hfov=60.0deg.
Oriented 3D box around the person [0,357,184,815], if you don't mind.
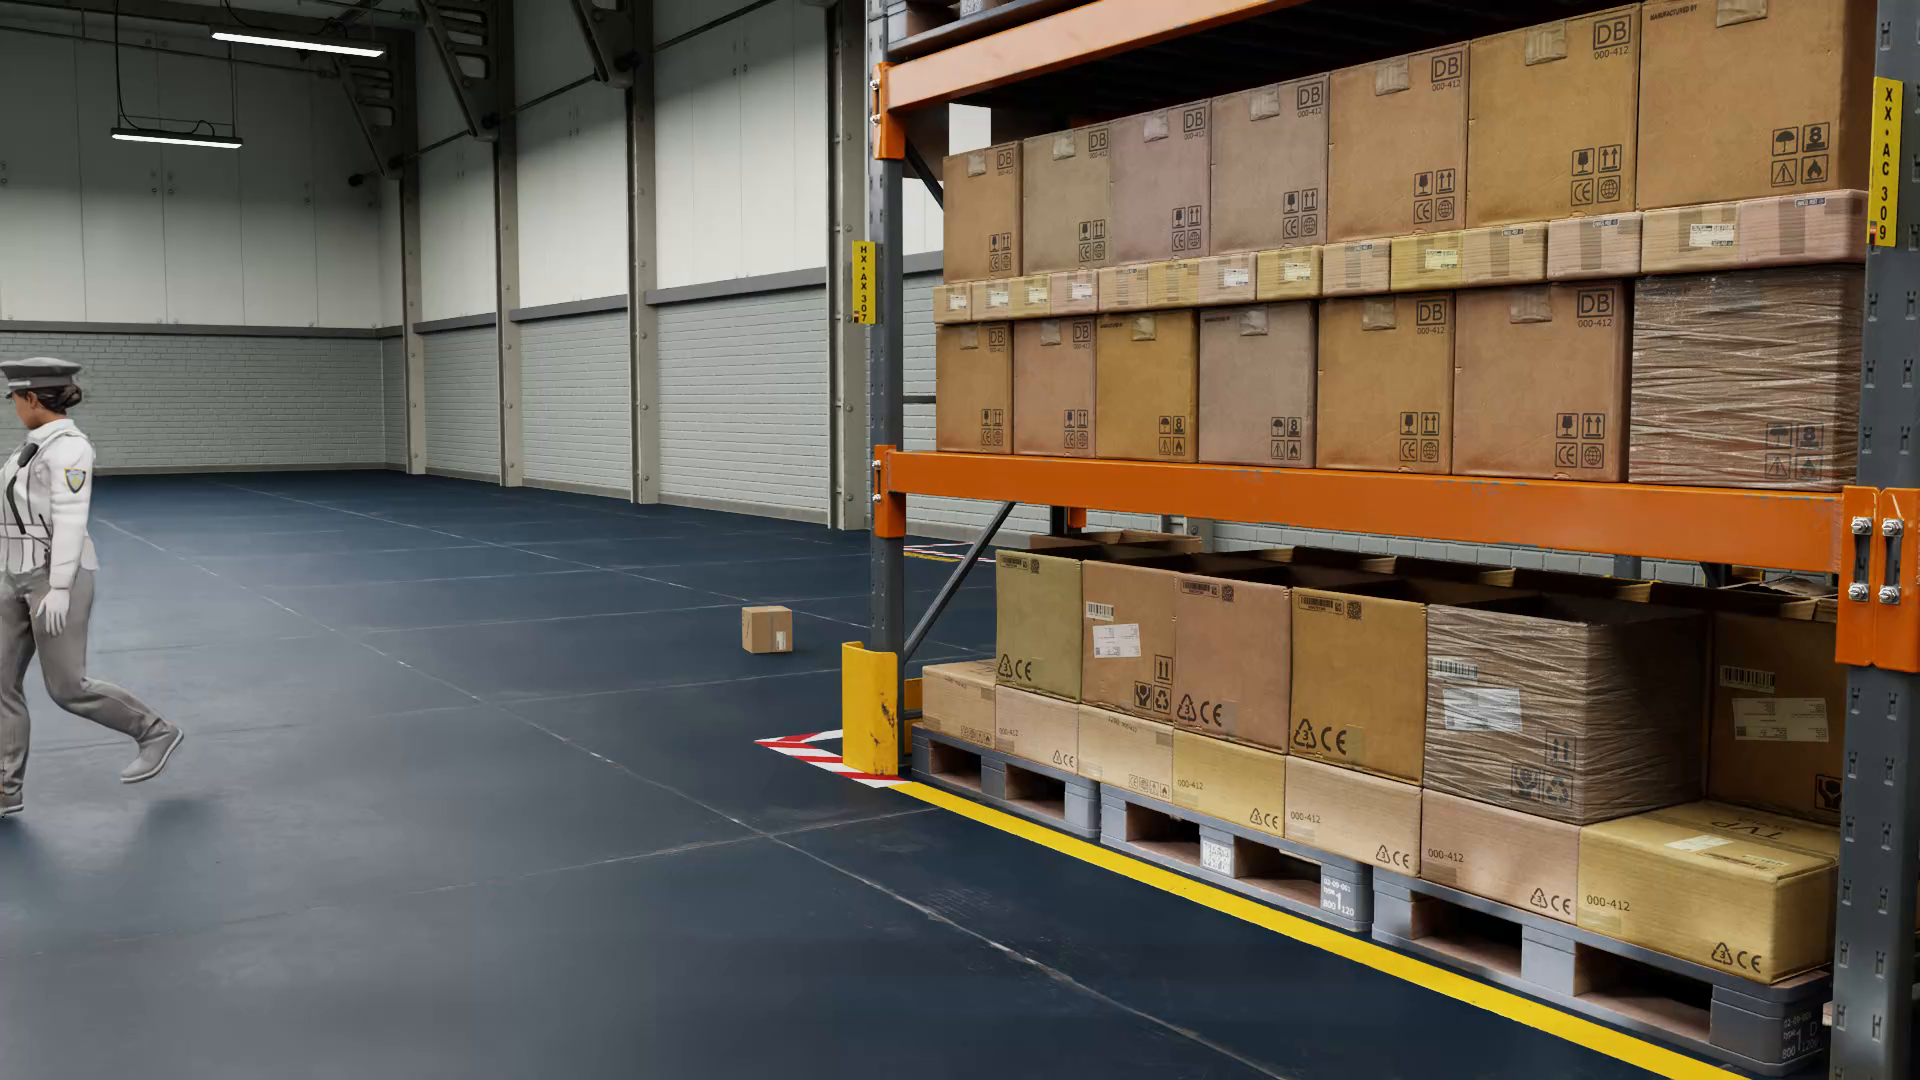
[{"bbox_3d":[-3.275,0.160,6.027,0.506,1.637,0.811,4,6,40],"label":"person"}]
